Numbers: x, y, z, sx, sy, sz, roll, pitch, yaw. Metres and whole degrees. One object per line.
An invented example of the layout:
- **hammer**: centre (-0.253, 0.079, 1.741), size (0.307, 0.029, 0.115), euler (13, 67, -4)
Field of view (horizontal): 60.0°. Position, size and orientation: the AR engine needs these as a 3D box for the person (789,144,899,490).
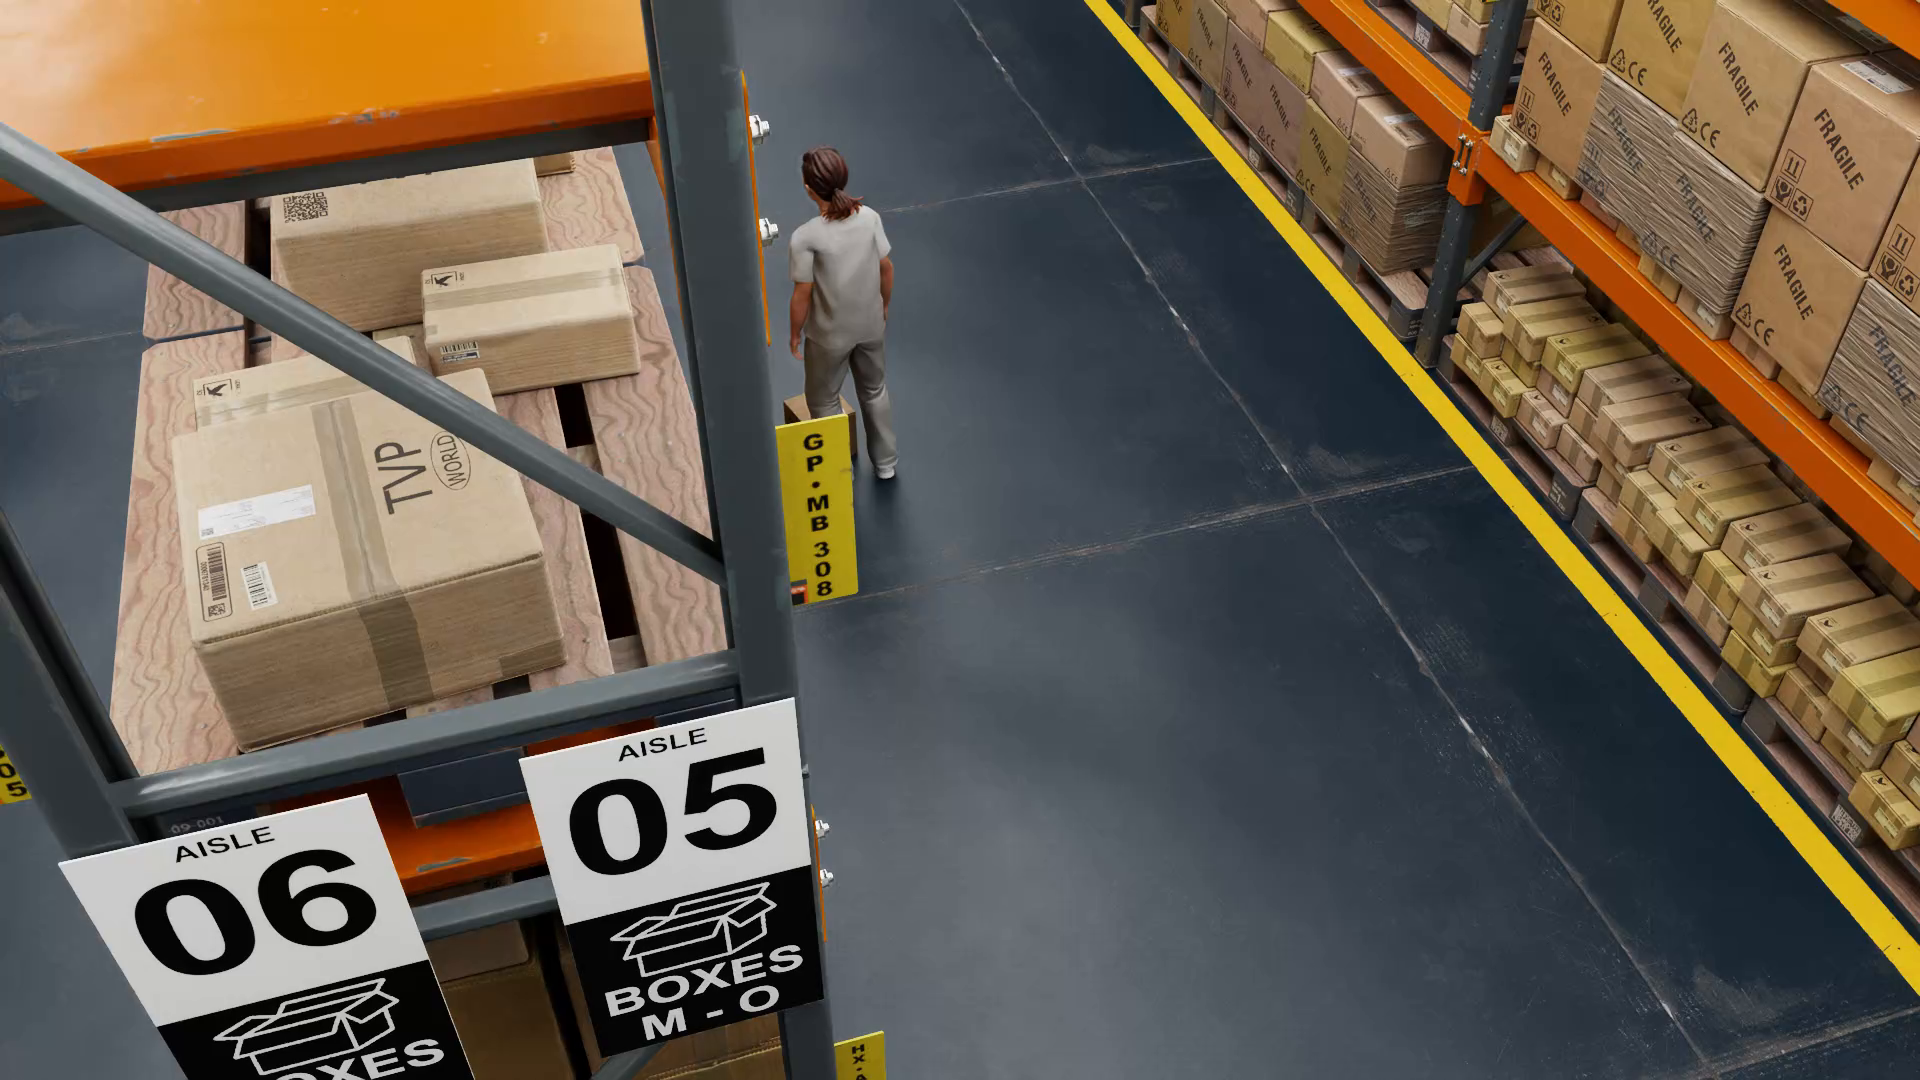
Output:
- **person**: centre (-0.508, -0.919, 7.168), size (0.489, 1.673, 0.358), euler (-22, 47, -22)
